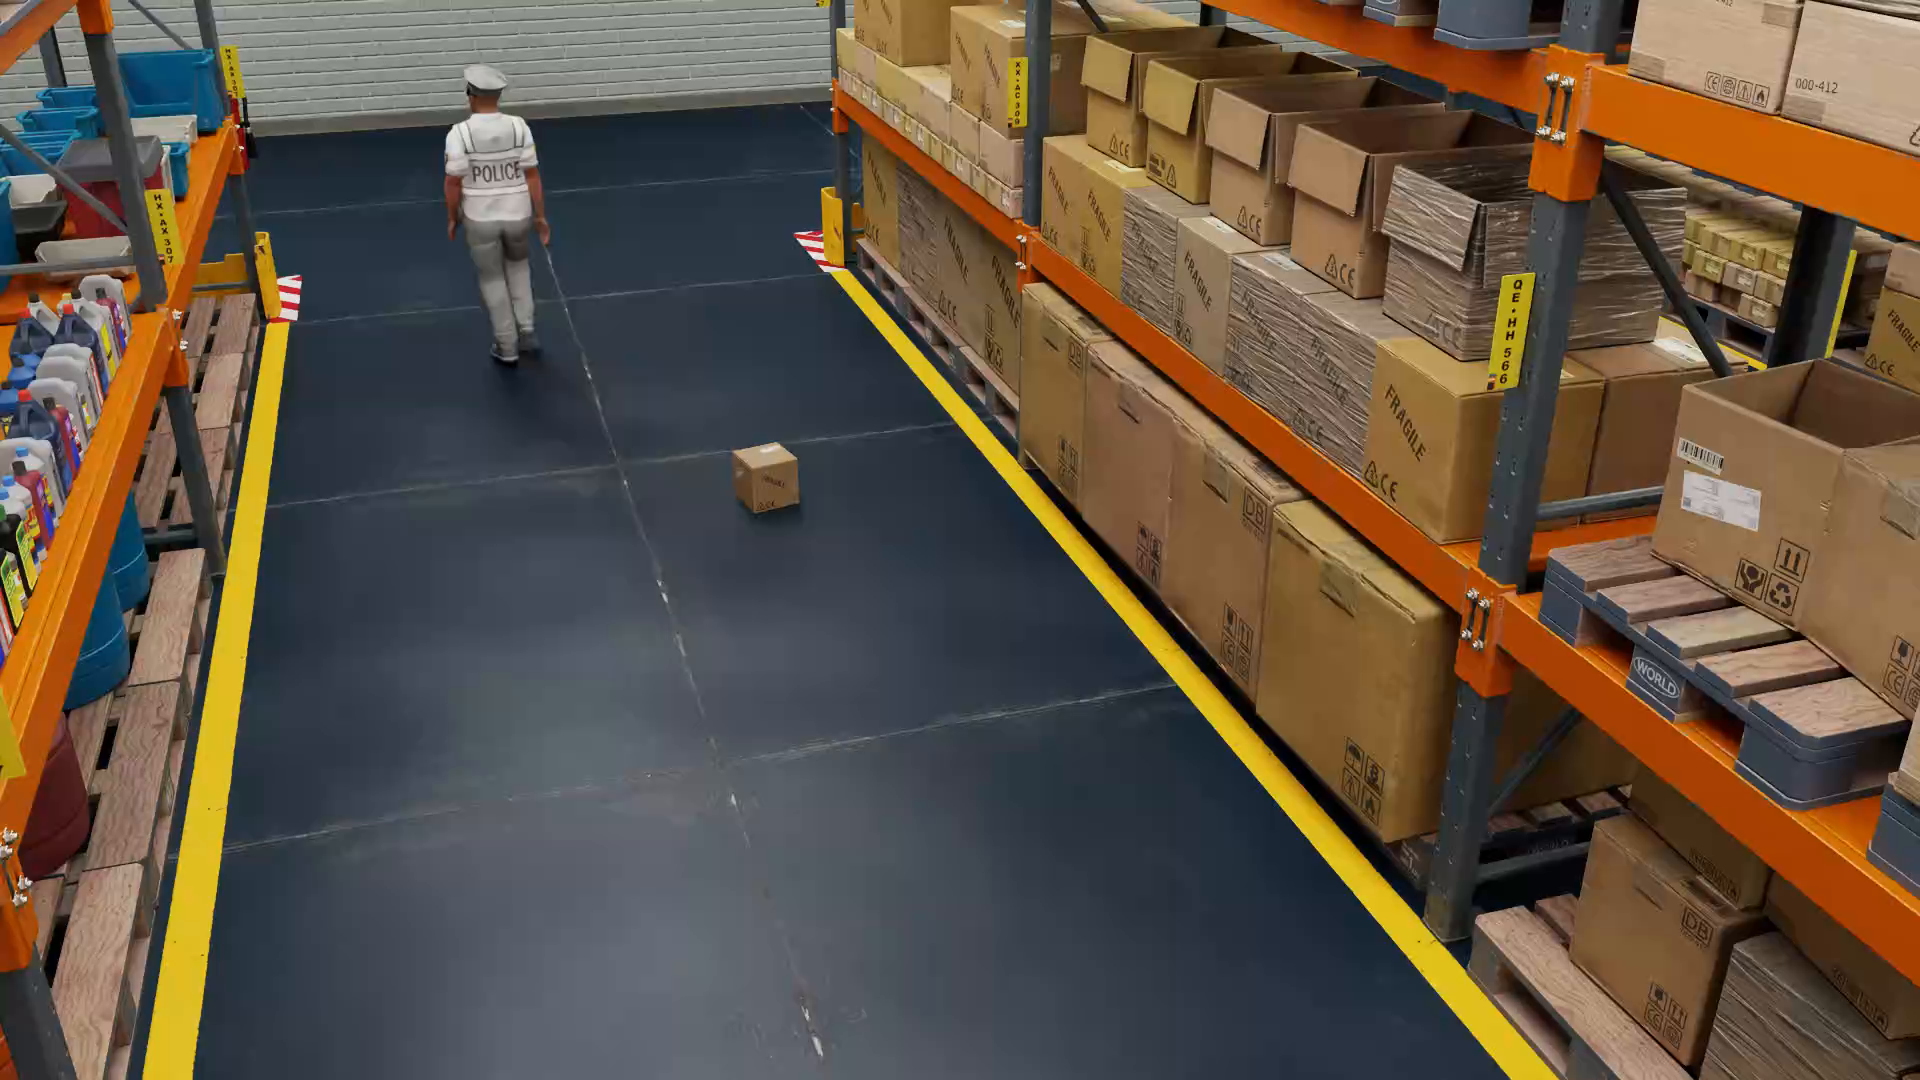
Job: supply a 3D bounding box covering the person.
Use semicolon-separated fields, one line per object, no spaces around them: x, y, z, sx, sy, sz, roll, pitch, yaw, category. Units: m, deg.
-2.819;-1.942;10.061;0.573;1.828;0.487;-16;30;-29;person
